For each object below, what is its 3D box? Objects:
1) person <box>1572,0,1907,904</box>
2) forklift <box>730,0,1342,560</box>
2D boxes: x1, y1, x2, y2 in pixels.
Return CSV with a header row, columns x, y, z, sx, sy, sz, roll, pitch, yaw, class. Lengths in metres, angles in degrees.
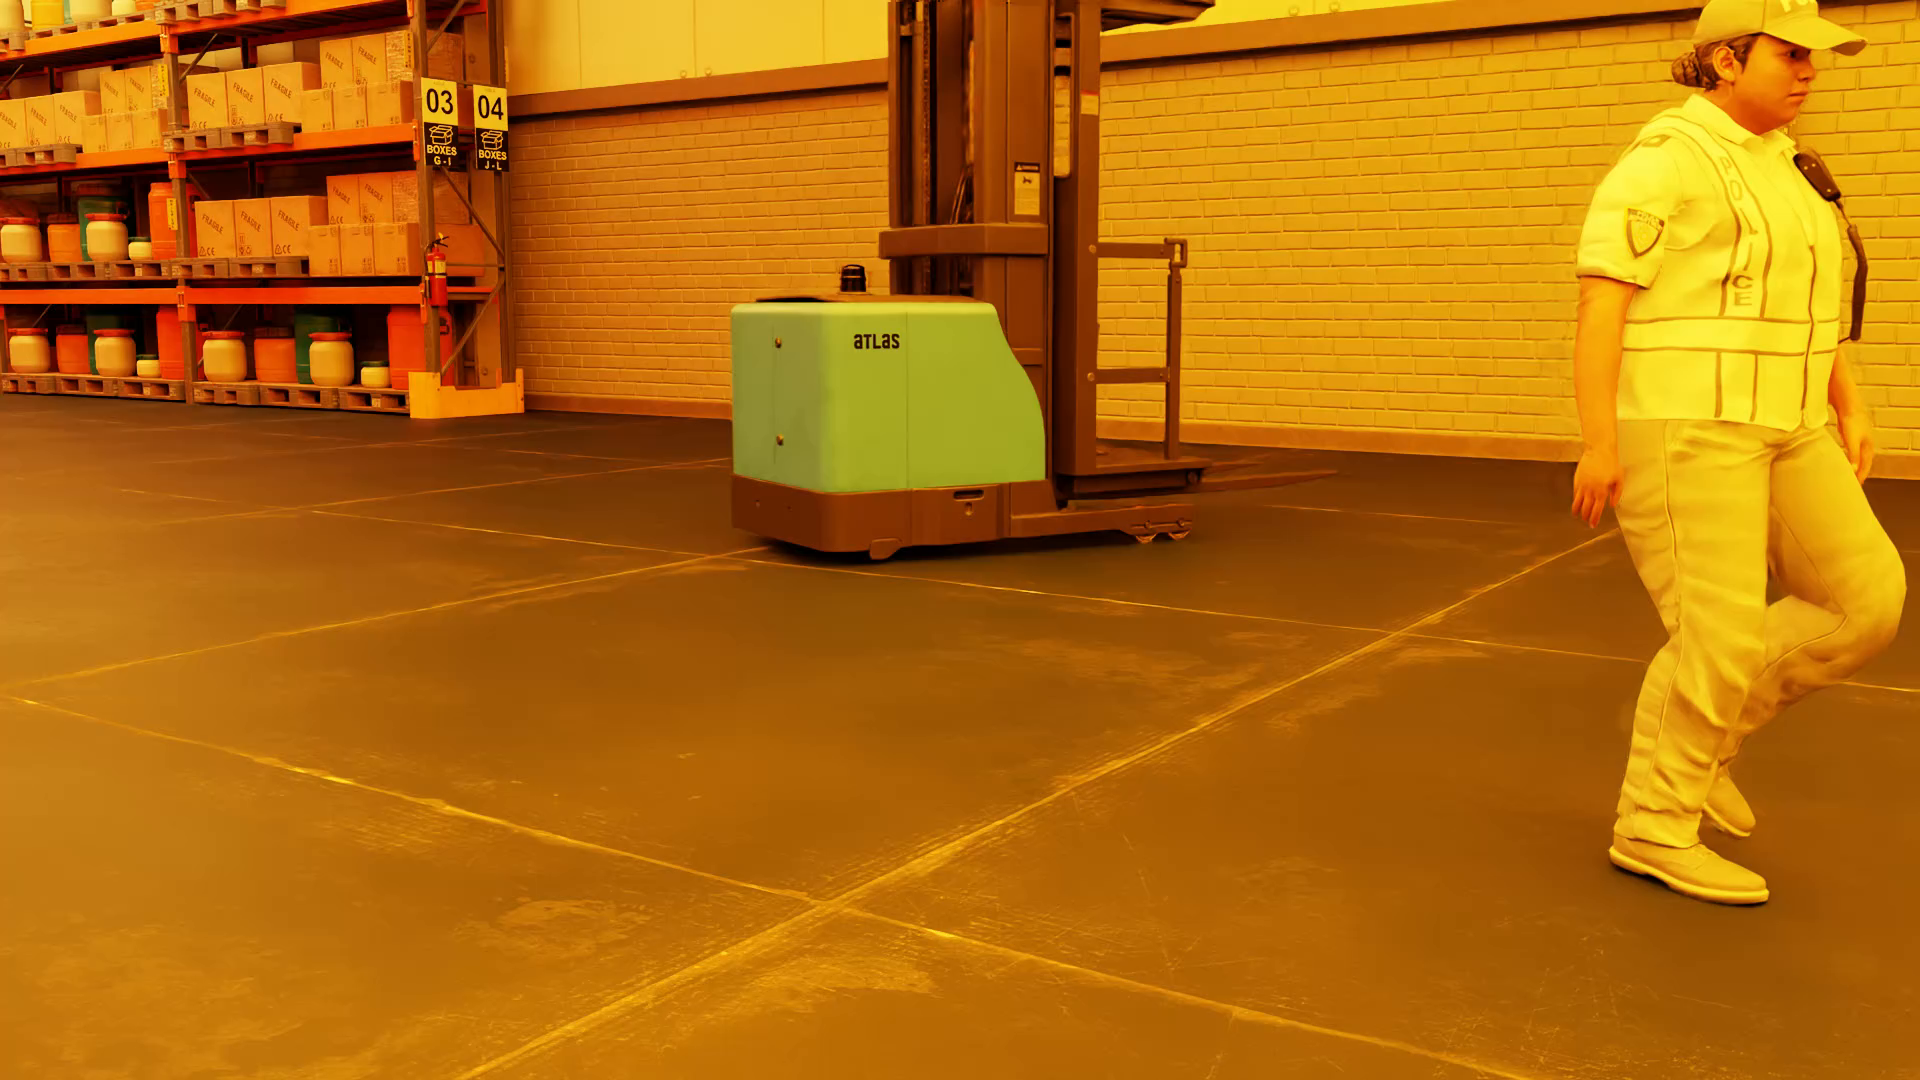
x,y,z,sx,sy,sz,roll,pitch,yaw,class
1.425,-0.180,3.047,0.636,1.645,0.463,-6,10,-37,person
0.482,-1.500,7.739,3.031,2.935,1.130,-5,10,-32,forklift
